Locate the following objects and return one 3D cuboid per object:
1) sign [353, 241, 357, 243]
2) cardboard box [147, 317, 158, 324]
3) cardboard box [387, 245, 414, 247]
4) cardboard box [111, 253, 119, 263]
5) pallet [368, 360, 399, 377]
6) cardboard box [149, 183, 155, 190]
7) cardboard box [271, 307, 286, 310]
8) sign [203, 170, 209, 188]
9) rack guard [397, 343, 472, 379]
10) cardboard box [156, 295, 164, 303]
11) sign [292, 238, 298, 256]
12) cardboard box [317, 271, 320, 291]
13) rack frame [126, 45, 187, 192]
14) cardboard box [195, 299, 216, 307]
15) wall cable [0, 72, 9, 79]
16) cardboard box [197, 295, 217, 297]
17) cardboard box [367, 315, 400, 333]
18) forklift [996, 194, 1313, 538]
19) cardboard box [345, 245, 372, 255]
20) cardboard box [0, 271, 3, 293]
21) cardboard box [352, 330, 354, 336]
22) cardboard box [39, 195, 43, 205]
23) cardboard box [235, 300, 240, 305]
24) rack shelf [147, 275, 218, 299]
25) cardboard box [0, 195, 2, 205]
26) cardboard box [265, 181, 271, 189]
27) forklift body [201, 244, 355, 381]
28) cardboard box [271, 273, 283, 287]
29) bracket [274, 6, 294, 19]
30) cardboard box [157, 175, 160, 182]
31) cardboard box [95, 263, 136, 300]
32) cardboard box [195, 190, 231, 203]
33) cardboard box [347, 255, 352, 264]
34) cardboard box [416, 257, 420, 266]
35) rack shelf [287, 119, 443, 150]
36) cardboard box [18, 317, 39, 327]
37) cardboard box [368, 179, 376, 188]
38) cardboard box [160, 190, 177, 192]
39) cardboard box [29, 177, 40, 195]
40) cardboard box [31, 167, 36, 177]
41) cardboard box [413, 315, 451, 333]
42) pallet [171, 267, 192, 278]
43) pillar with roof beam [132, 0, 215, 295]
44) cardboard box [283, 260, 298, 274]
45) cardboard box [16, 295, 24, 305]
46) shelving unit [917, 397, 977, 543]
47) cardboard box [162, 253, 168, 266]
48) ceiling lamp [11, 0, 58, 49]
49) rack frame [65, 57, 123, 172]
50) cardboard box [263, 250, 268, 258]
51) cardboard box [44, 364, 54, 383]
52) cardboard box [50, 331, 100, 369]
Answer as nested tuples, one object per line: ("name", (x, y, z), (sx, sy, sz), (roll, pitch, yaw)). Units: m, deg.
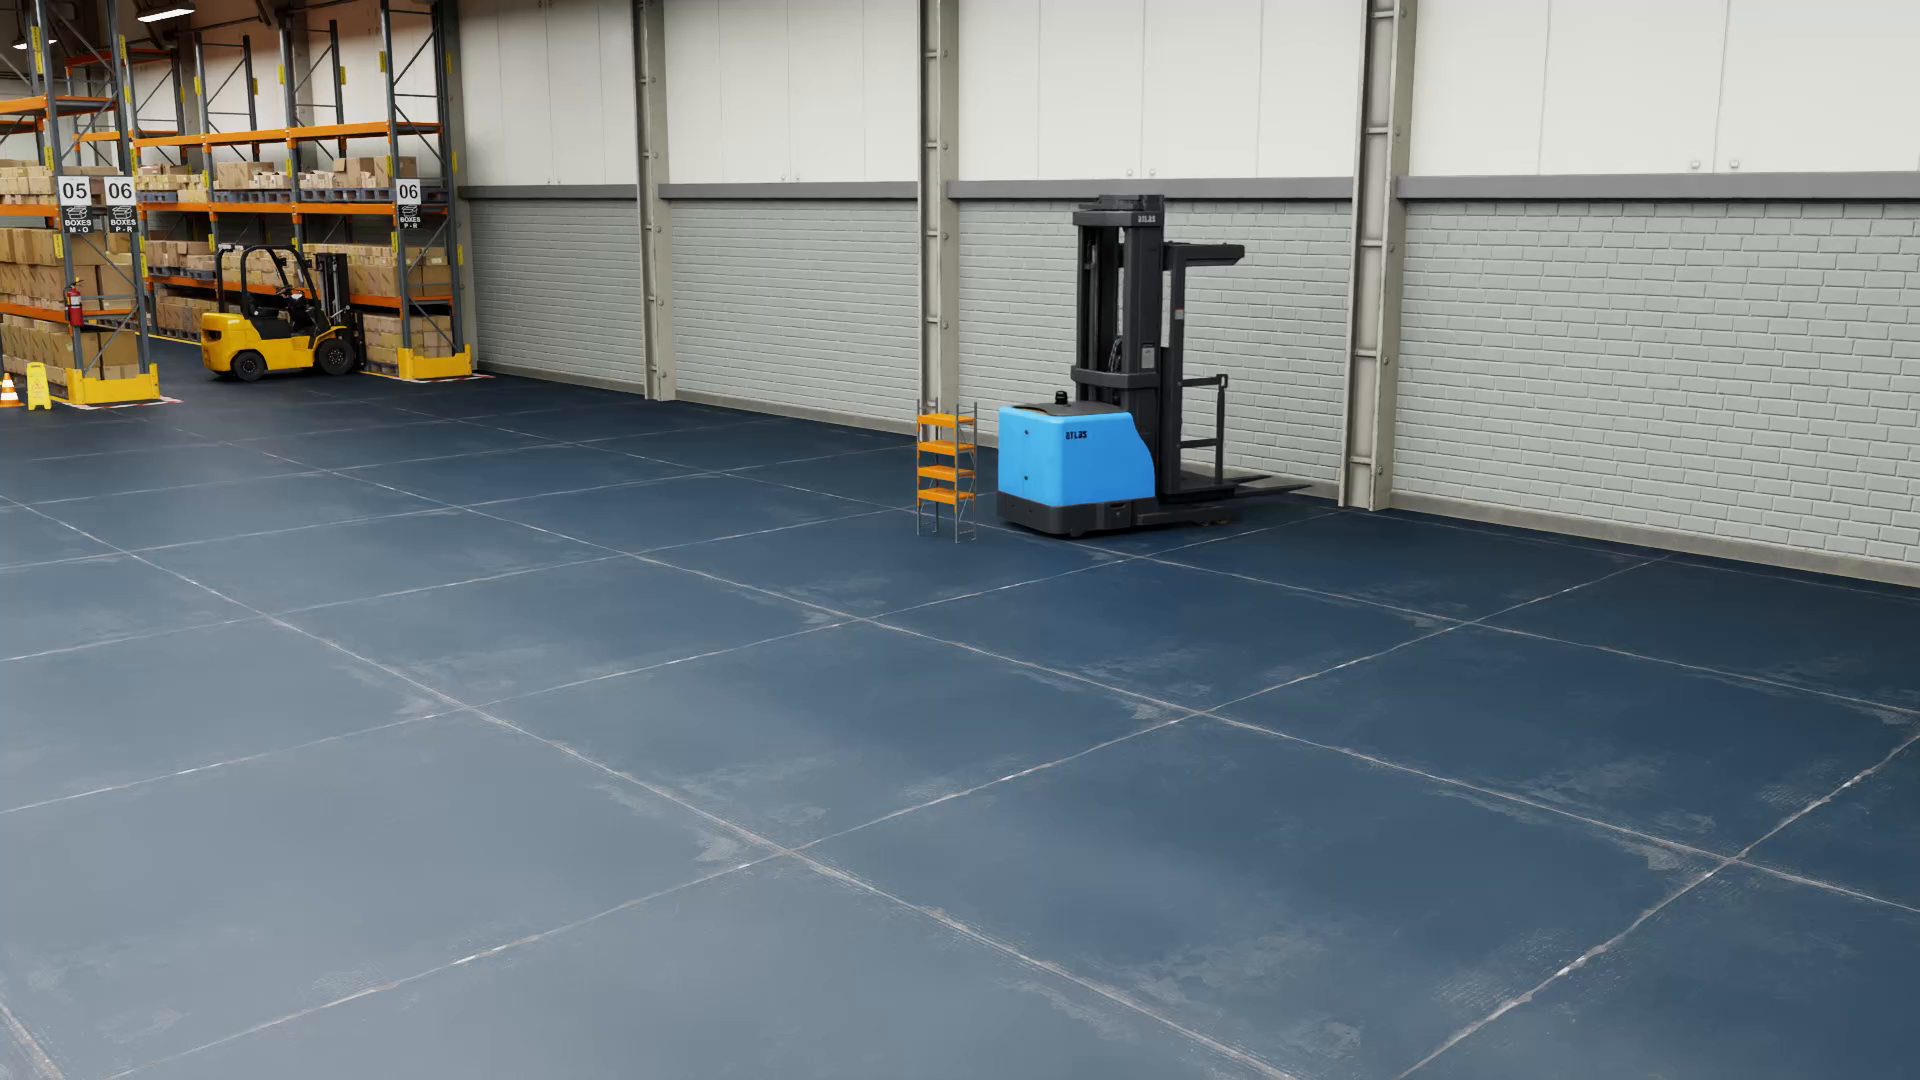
("sign", (-11.077, -5.316, 30.439), (0.100, 0.325, 0.005), (-11, 16, -43))
("cardboard box", (-17.599, -4.793, 36.266), (0.250, 0.149, 0.380), (11, 16, 43))
("cardboard box", (-9.611, -4.988, 28.595), (0.250, 0.149, 0.380), (11, 16, 44))
("cardboard box", (-18.576, -6.277, 37.078), (0.500, 0.250, 0.500), (11, 16, 44))
("pallet", (-9.273, -2.932, 28.119), (1.003, 0.211, 1.213), (-11, 16, -43))
("cardboard box", (-16.571, -7.330, 34.458), (0.380, 0.149, 0.250), (-11, 16, -42))
("cardboard box", (-12.896, -4.117, 31.803), (0.625, 0.625, 0.875), (11, 16, 43))
("sign", (-14.633, -7.007, 32.271), (0.100, 0.325, 0.005), (-11, 16, -43))
("rack guard", (-8.698, -2.964, 27.560), (1.175, 0.500, 0.348), (-11, 16, -43))
("cardboard box", (-16.946, -5.153, 35.535), (0.380, 0.149, 0.250), (-10, 15, -40))
("sign", (-11.863, -5.227, 29.675), (0.100, 0.325, 0.005), (-11, 16, -43))
("cardboard box", (-10.988, -4.650, 29.299), (0.500, 0.500, 0.500), (-11, 16, -42))
("rack frame", (-17.002, -8.882, 35.220), (1.000, 3.000, 0.127), (-11, 16, -43))
("cardboard box", (-15.446, -4.857, 34.097), (0.380, 0.149, 0.250), (-11, 16, -43))
("wall cable", (-24.897, -10.069, 40.893), (2.988, 3.039, 0.133), (-11, 16, -43))
("cardboard box", (-15.983, -5.123, 35.391), (0.250, 0.149, 0.380), (11, 16, 42))
("cardboard box", (-9.615, -3.638, 27.932), (0.500, 0.250, 0.500), (-11, 16, -42))
("forklift", (1.873, -1.648, 15.145), (3.031, 2.935, 1.130), (-6, 13, -28))
("cardboard box", (-10.339, -4.989, 28.603), (0.380, 0.149, 0.250), (-11, 16, -42))
("cardboard box", (-14.962, -4.175, 26.258), (0.500, 0.500, 0.500), (-11, 16, -43))
("cardboard box", (-10.330, -3.544, 28.714), (0.500, 0.250, 0.500), (-11, 16, -43))
("cardboard box", (-13.105, -4.934, 24.116), (0.380, 0.149, 0.250), (-10, 15, -41))
("cardboard box", (-14.538, -4.821, 33.923), (0.380, 0.149, 0.250), (-10, 15, -41))
("rack shelf", (-15.620, -5.299, 34.481), (1.077, 0.370, 4.000), (-11, 16, -43))
("cardboard box", (-14.888, -5.304, 25.909), (0.380, 0.149, 0.250), (-11, 16, -42))
("cardboard box", (-12.456, -6.495, 30.402), (0.380, 0.149, 0.250), (-11, 16, -43))
("forklift body", (-11.344, -3.799, 27.520), (2.313, 2.155, 1.214), (-11, 16, -43))
("cardboard box", (-12.365, -4.812, 30.706), (0.500, 0.250, 0.500), (-11, 16, -43))
("bracket", (-12.657, -9.886, 31.175), (0.235, 0.232, 0.430), (-11, 16, -43))
("cardboard box", (-16.316, -7.450, 34.302), (0.380, 0.149, 0.250), (-11, 16, -42))
("cardboard box", (-12.428, -3.802, 24.448), (0.500, 0.500, 0.500), (-11, 16, -43))
("cardboard box", (-14.769, -6.796, 32.903), (0.500, 0.250, 0.500), (11, 16, 43))
("cardboard box", (-10.394, -4.831, 28.570), (0.380, 0.149, 0.250), (-11, 16, -44))
("cardboard box", (-8.978, -4.671, 27.797), (0.380, 0.149, 0.250), (-11, 16, -43))
("rack shelf", (-10.096, -6.874, 28.249), (1.077, 0.370, 4.000), (-11, 16, -43))
("cardboard box", (-14.265, -3.363, 25.611), (0.380, 0.149, 0.250), (-10, 15, -39))
("cardboard box", (-9.506, -5.871, 27.376), (0.250, 0.149, 0.380), (11, 16, 44))
("cardboard box", (-17.145, -7.598, 36.059), (0.500, 0.250, 0.500), (-11, 16, -44))
("cardboard box", (-13.187, -5.154, 24.194), (0.500, 0.250, 0.500), (-11, 16, -43))
("cardboard box", (-13.391, -5.403, 24.416), (0.380, 0.149, 0.250), (-11, 16, -43))
("cardboard box", (-8.910, -3.637, 27.927), (0.500, 0.250, 0.500), (-11, 16, -43))
("pallet", (-15.586, -5.549, 34.385), (1.003, 0.211, 1.213), (-11, 16, -43))
("pillar with roof beam", (-19.944, -8.509, 33.411), (9.100, 9.000, 0.548), (-11, 16, -43))
("cardboard box", (-12.001, -4.983, 30.298), (0.500, 0.250, 0.500), (-11, 16, -44))
("cardboard box", (-14.202, -3.682, 25.471), (0.380, 0.149, 0.250), (-11, 16, -42))
("shelving unit", (-0.114, -0.612, 14.408), (0.258, 1.200, 0.503), (-11, 16, -43))
("cardboard box", (-16.320, -5.827, 34.553), (0.396, 0.266, 0.258), (-10, 15, -40))
("ceiling lamp", (-18.012, -11.312, 32.550), (0.800, 3.185, 2.000), (-11, 16, -43))
("rack frame", (-19.764, -9.465, 38.053), (1.000, 3.000, 0.127), (-11, 16, -43))
("cardboard box", (-12.777, -5.344, 31.060), (0.380, 0.149, 0.250), (-11, 16, -42))
("cardboard box", (-13.407, -2.516, 24.963), (0.500, 0.250, 0.500), (-11, 16, -42))
("cardboard box", (-13.044, -2.807, 24.515), (0.500, 0.500, 0.500), (-11, 16, -42))
